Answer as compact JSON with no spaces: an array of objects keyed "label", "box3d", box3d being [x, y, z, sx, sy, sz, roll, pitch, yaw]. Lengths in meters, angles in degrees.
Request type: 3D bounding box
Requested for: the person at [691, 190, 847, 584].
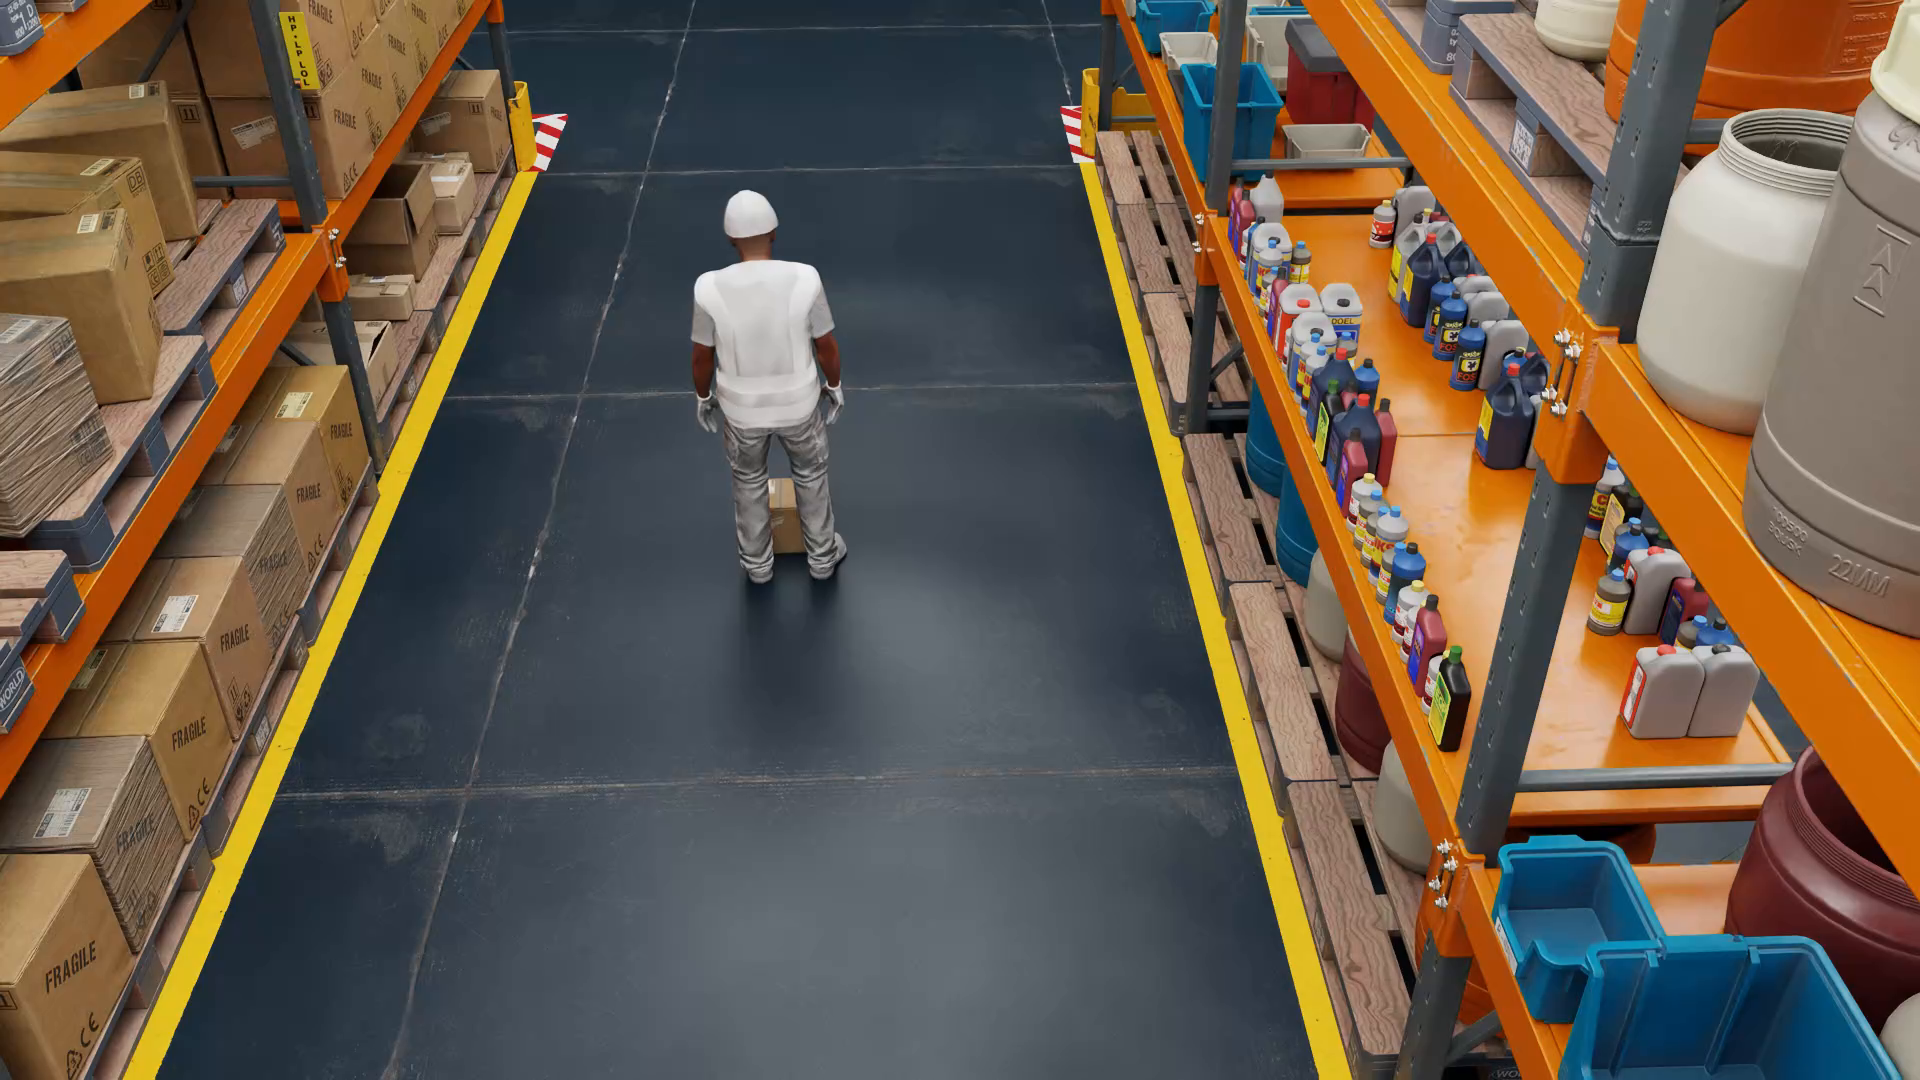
[{"label":"person","box3d":[-0.800,-0.603,7.000,0.621,1.773,0.449,-3,35,-5]}]
